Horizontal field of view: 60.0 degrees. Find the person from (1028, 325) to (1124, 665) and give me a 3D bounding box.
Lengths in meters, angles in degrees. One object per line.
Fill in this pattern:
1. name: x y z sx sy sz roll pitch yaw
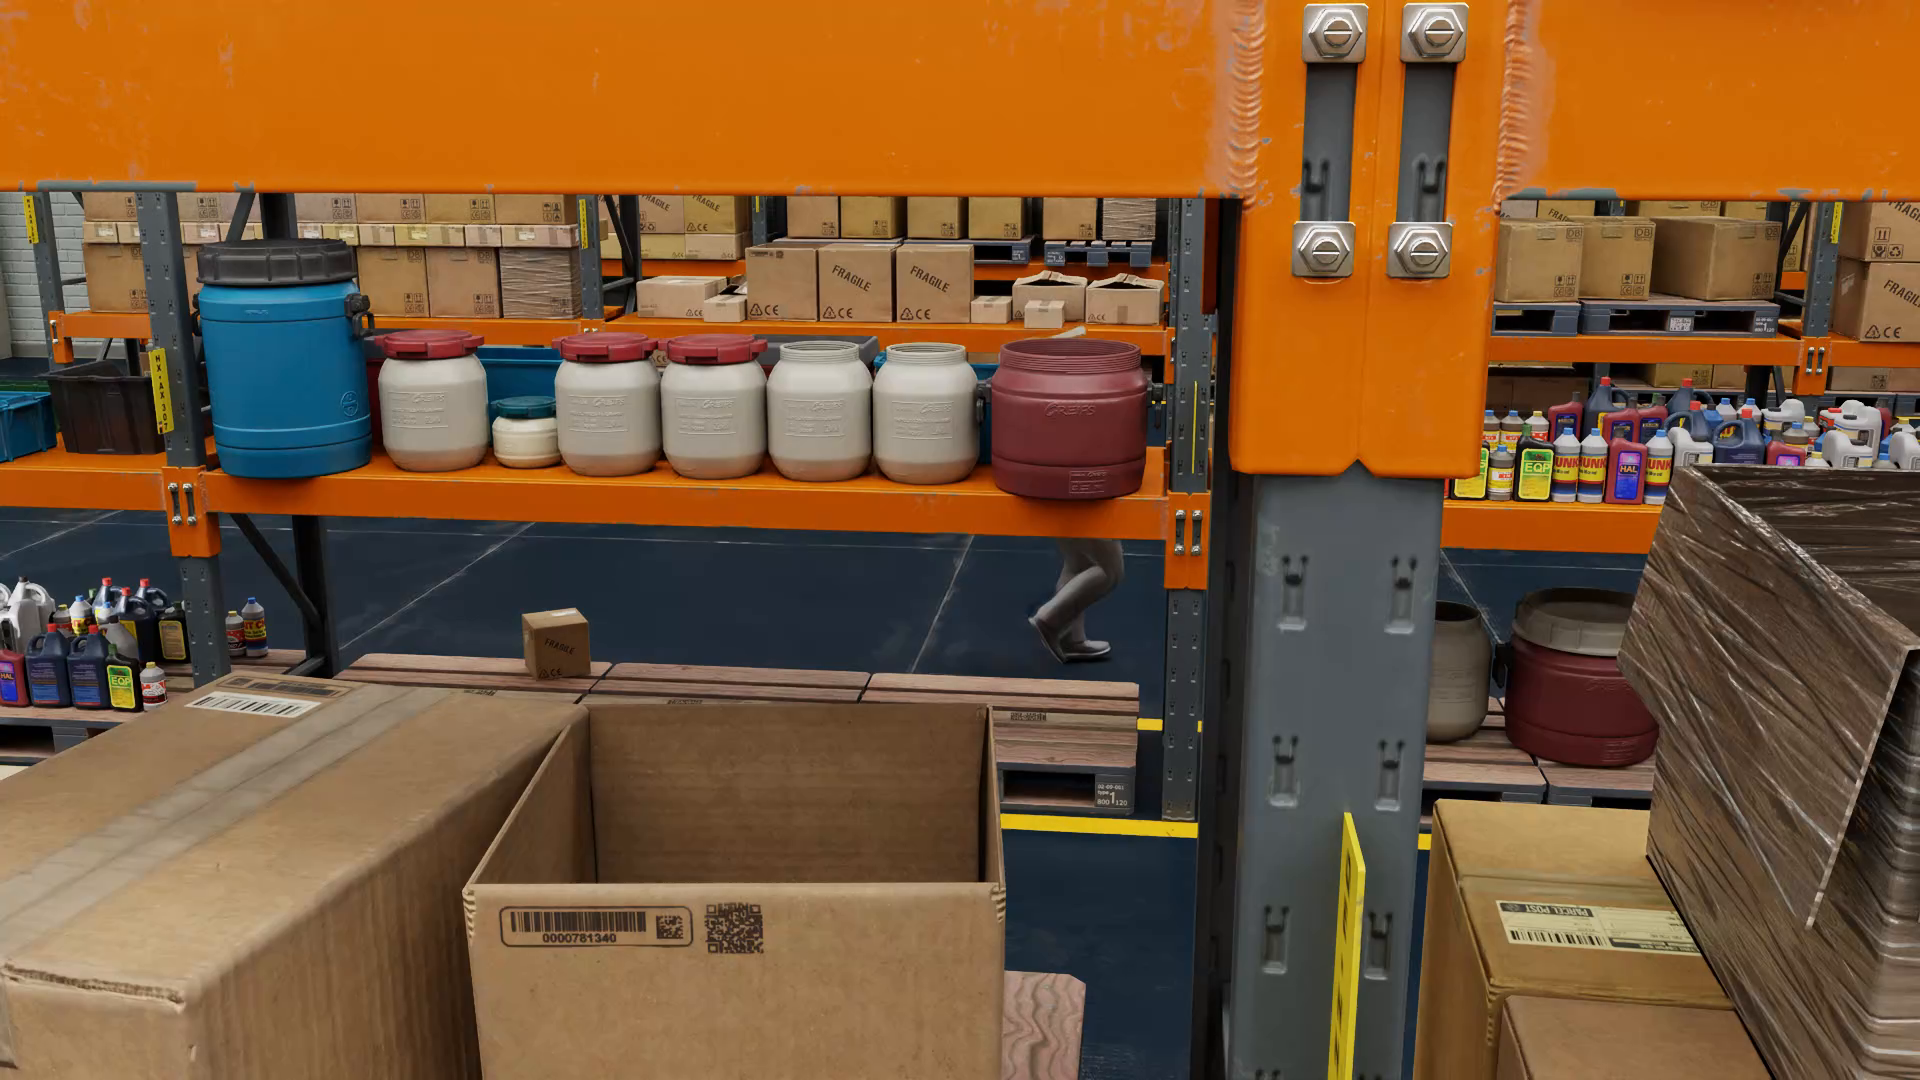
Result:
1. person: 0.540 -0.214 8.188 0.489 1.679 0.443 -4 15 -16
